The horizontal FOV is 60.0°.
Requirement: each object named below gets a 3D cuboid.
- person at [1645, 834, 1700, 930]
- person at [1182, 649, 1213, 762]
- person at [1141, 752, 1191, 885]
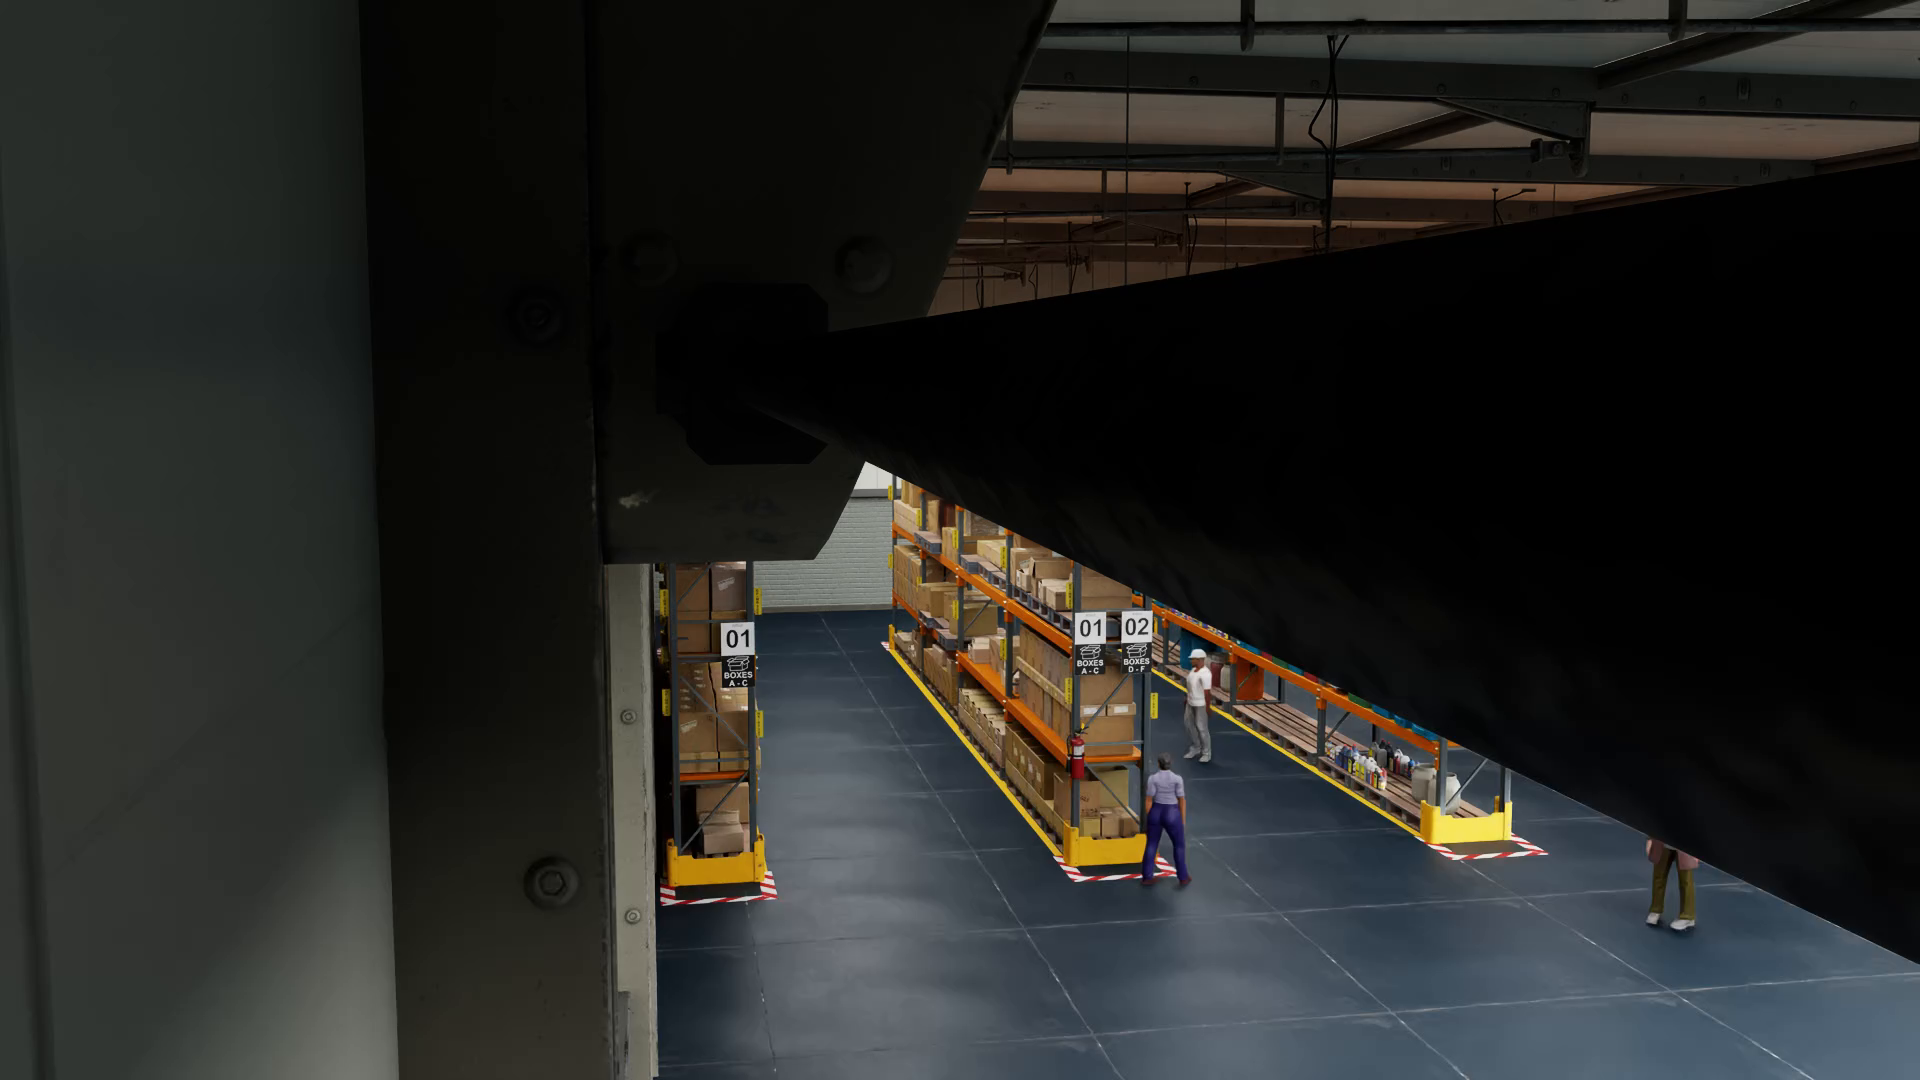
[{"bbox_3d":[7.948,3.428,18.582,0.636,1.782,0.460,6,9,43],"label":"person"},{"bbox_3d":[3.754,2.605,26.320,0.366,1.794,0.667,-2,6,-18],"label":"person"},{"bbox_3d":[2.522,3.351,20.134,0.503,1.632,0.539,3,7,29],"label":"person"}]
